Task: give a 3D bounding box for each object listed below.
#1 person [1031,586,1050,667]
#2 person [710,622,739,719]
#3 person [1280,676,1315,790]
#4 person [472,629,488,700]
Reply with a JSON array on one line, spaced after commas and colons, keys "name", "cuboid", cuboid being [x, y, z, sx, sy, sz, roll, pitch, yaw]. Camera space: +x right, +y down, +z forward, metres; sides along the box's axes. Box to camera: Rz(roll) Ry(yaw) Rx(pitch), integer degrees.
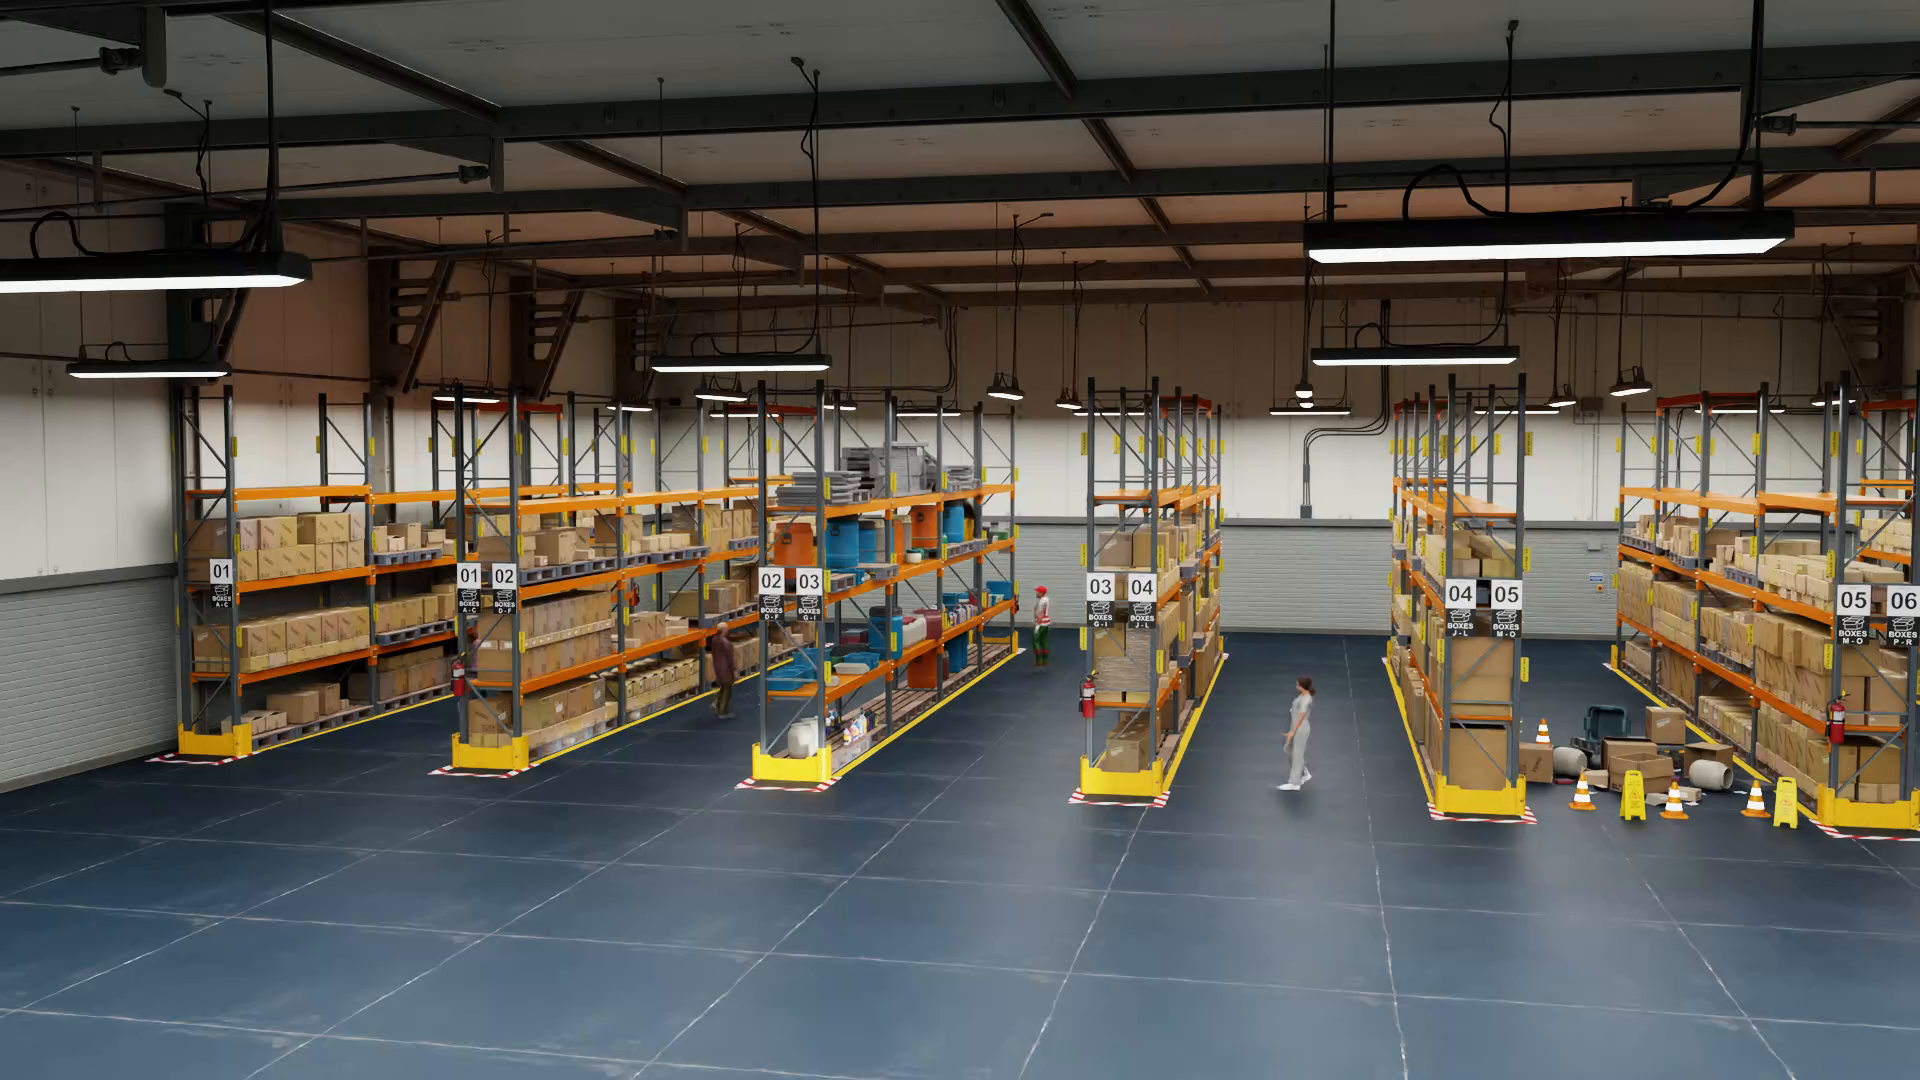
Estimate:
[{"name": "person", "cuboid": [1.810, 1.915, 37.022, 0.350, 1.812, 0.626, 1, 4, 25]}, {"name": "person", "cuboid": [-4.328, 2.395, 30.514, 0.519, 1.787, 0.596, -3, 4, -41]}, {"name": "person", "cuboid": [4.920, 2.809, 24.308, 0.516, 1.677, 0.521, 0, 3, -2]}, {"name": "person", "cuboid": [-8.993, 2.466, 31.255, 0.511, 1.638, 0.456, -3, 4, -42]}]
